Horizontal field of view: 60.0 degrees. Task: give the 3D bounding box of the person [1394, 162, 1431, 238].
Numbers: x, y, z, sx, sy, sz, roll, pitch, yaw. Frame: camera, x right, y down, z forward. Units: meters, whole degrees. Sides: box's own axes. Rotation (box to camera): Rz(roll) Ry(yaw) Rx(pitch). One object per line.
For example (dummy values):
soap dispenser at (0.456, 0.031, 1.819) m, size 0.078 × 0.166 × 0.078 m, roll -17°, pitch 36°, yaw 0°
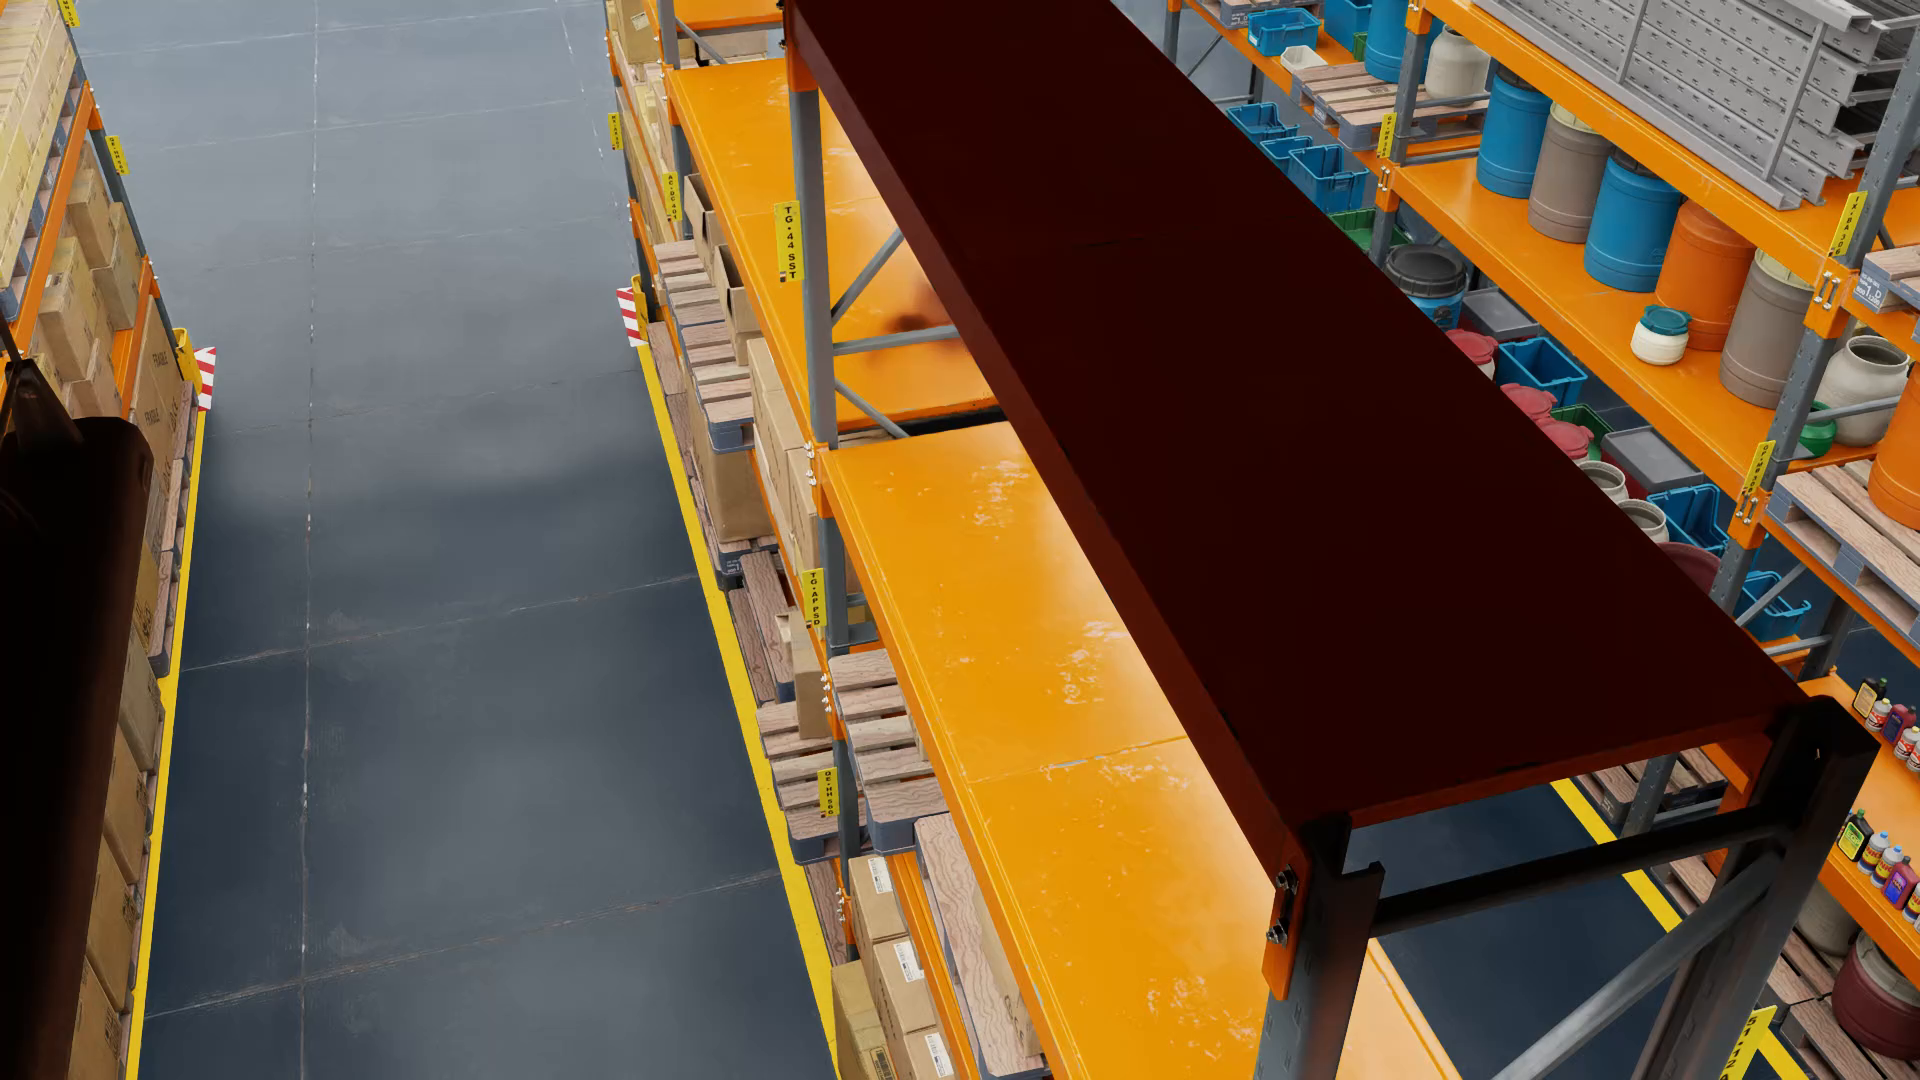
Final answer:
person at (4.157, -3.409, 15.864) m, size 0.585 × 1.559 × 0.488 m, roll -18°, pitch 42°, yaw -21°
